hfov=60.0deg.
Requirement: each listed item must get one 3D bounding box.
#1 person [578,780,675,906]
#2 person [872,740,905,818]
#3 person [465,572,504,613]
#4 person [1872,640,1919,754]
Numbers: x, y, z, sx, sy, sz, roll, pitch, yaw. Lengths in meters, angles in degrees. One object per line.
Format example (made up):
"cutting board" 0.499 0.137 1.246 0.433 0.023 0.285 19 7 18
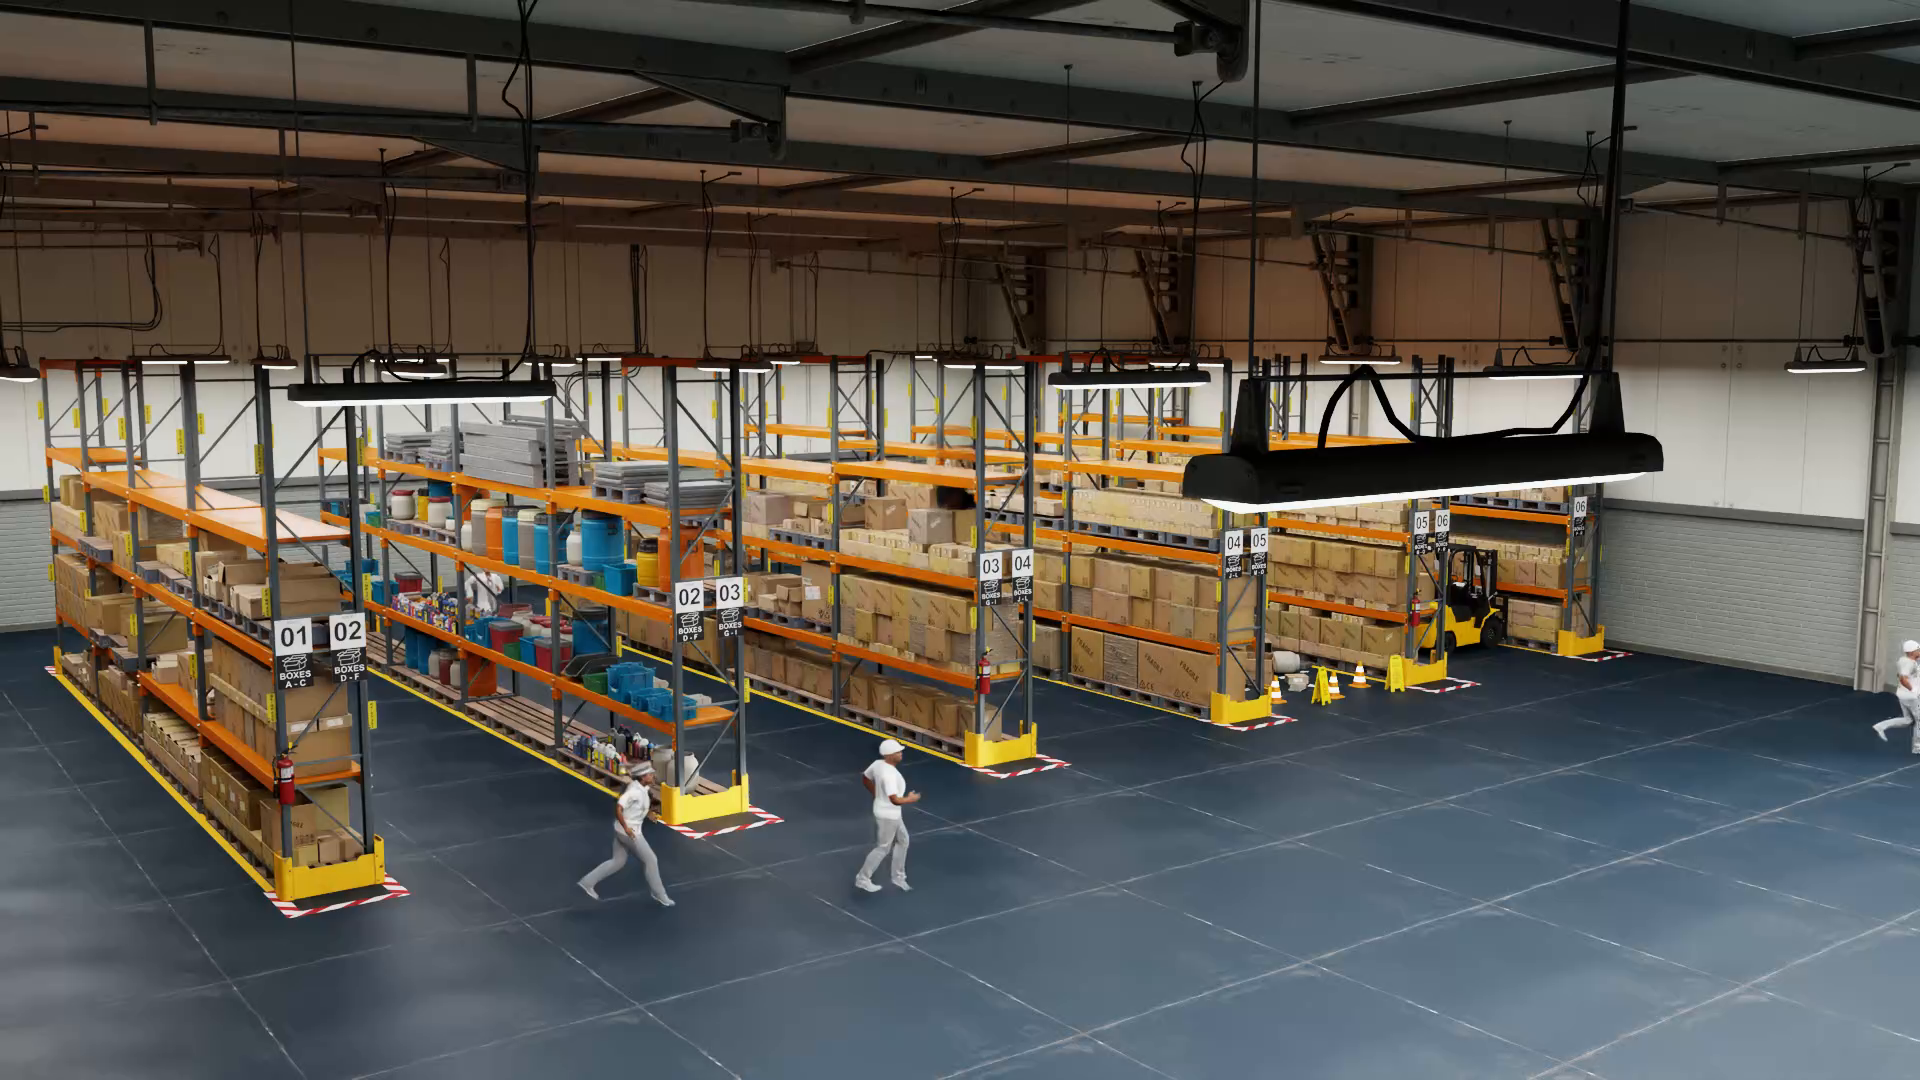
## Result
"person" -3.729 3.415 18.583 1.042 1.447 0.411 -2 7 -14
"person" -0.812 2.708 18.983 0.371 0.873 0.436 -1 7 -10
"person" -9.694 1.104 34.104 0.625 0.942 0.668 6 9 41
"person" 14.523 2.412 25.503 0.840 1.771 0.449 2 7 16
